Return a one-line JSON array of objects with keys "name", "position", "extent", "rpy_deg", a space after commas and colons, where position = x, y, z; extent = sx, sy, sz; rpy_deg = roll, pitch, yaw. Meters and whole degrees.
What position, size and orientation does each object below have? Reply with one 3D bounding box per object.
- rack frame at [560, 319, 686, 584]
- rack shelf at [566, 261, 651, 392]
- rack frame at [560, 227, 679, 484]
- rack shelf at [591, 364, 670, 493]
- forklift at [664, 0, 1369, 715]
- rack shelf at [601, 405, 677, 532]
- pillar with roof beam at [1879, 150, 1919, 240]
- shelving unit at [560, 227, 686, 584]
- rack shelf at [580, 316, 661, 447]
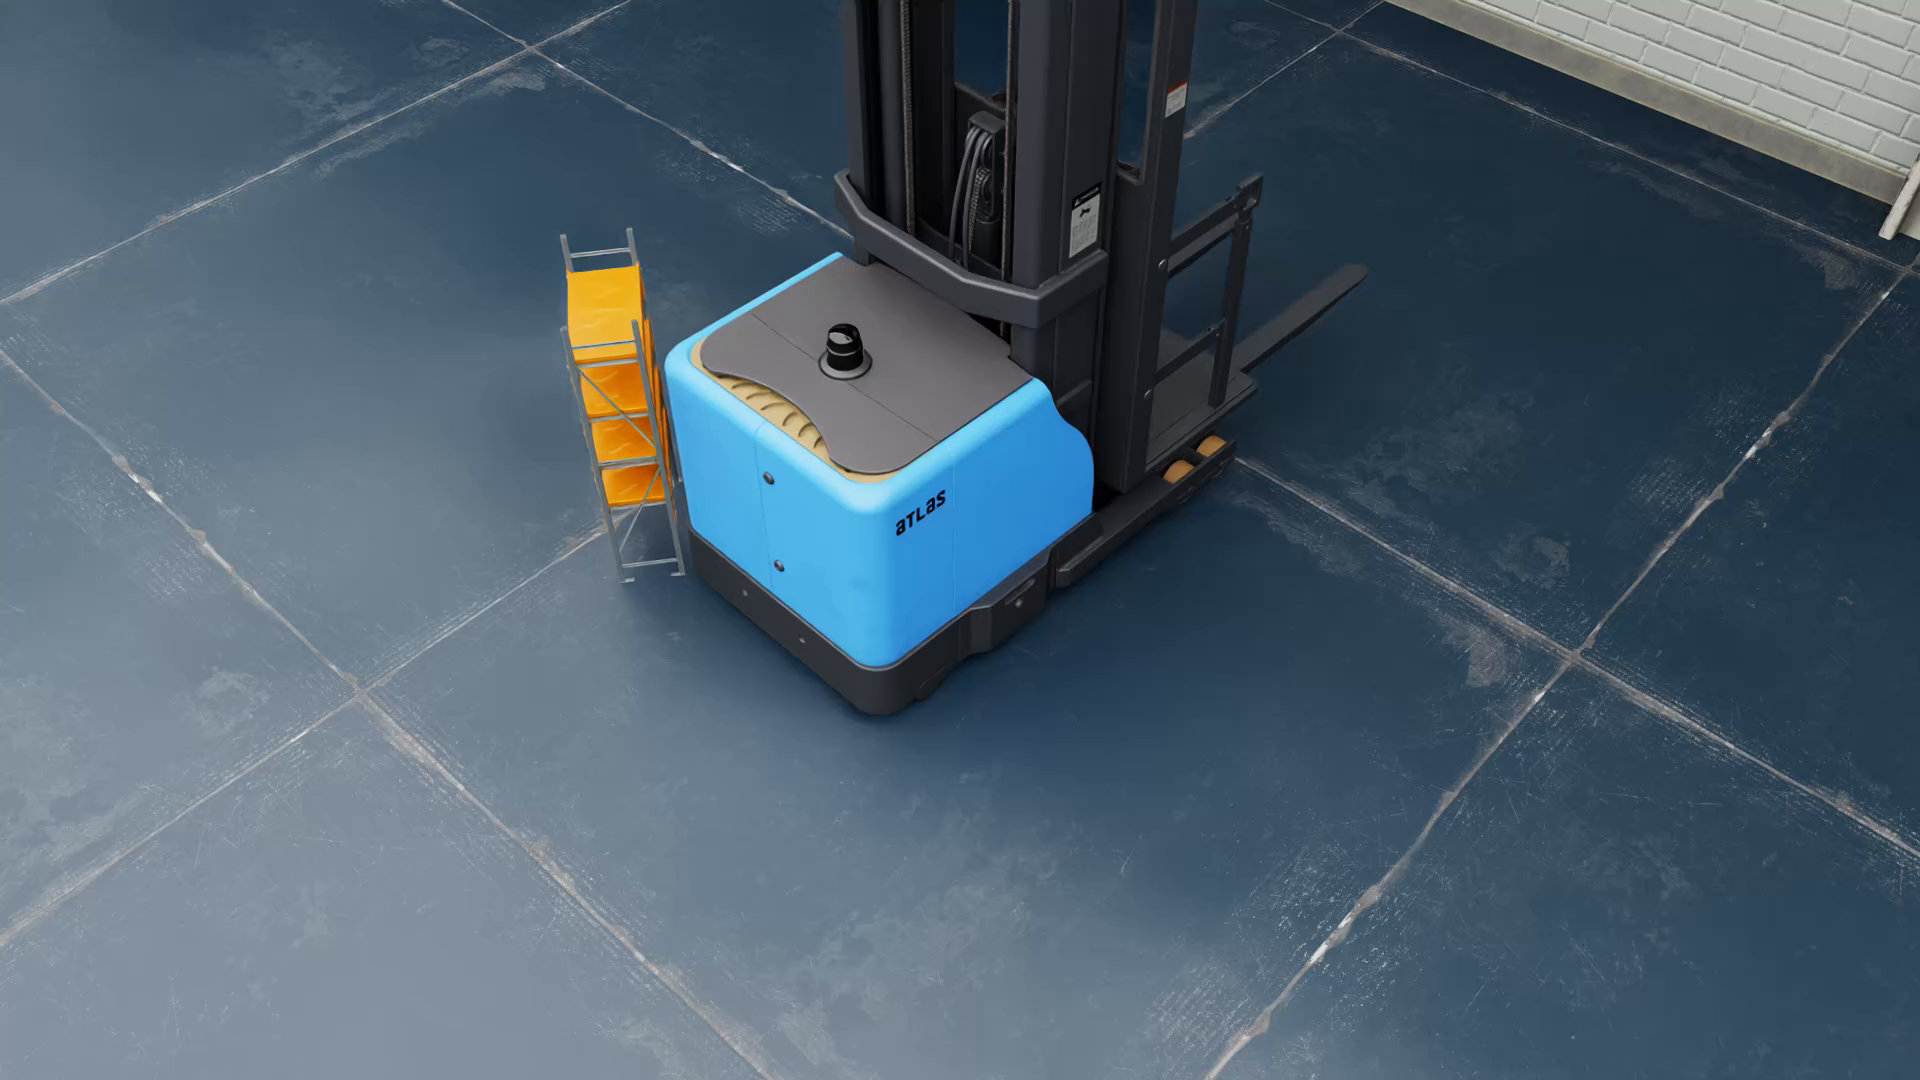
[{"name": "rack frame", "position": [-1.133, -0.269, 5.678], "extent": [0.240, 1.200, 0.015], "rpy_deg": [-7, 47, -6]}, {"name": "rack shelf", "position": [-1.177, -0.713, 5.556], "extent": [0.258, 0.148, 0.480], "rpy_deg": [-7, 47, -6]}, {"name": "rack frame", "position": [-1.215, -0.620, 6.008], "extent": [0.240, 1.200, 0.015], "rpy_deg": [-7, 47, -6]}, {"name": "rack shelf", "position": [-1.173, -0.399, 5.892], "extent": [0.258, 0.148, 0.480], "rpy_deg": [-7, 47, -6]}, {"name": "forklift", "position": [0.424, -1.384, 5.539], "extent": [1.130, 2.935, 3.031], "rpy_deg": [36, 56, 29]}, {"name": "rack shelf", "position": [-1.172, -0.263, 6.037], "extent": [0.258, 0.148, 0.480], "rpy_deg": [-7, 47, -6]}, {"name": "pillar with roof beam", "position": [1.498, -2.143, 2.090], "extent": [0.400, 9.000, 9.100], "rpy_deg": [34, 55, 28]}, {"name": "shelving unit", "position": [-1.174, -0.445, 5.843], "extent": [0.258, 1.200, 0.503], "rpy_deg": [-7, 47, -6]}, {"name": "rack shelf", "position": [-1.175, -0.552, 5.729], "extent": [0.258, 0.148, 0.480], "rpy_deg": [-7, 47, -6]}]
